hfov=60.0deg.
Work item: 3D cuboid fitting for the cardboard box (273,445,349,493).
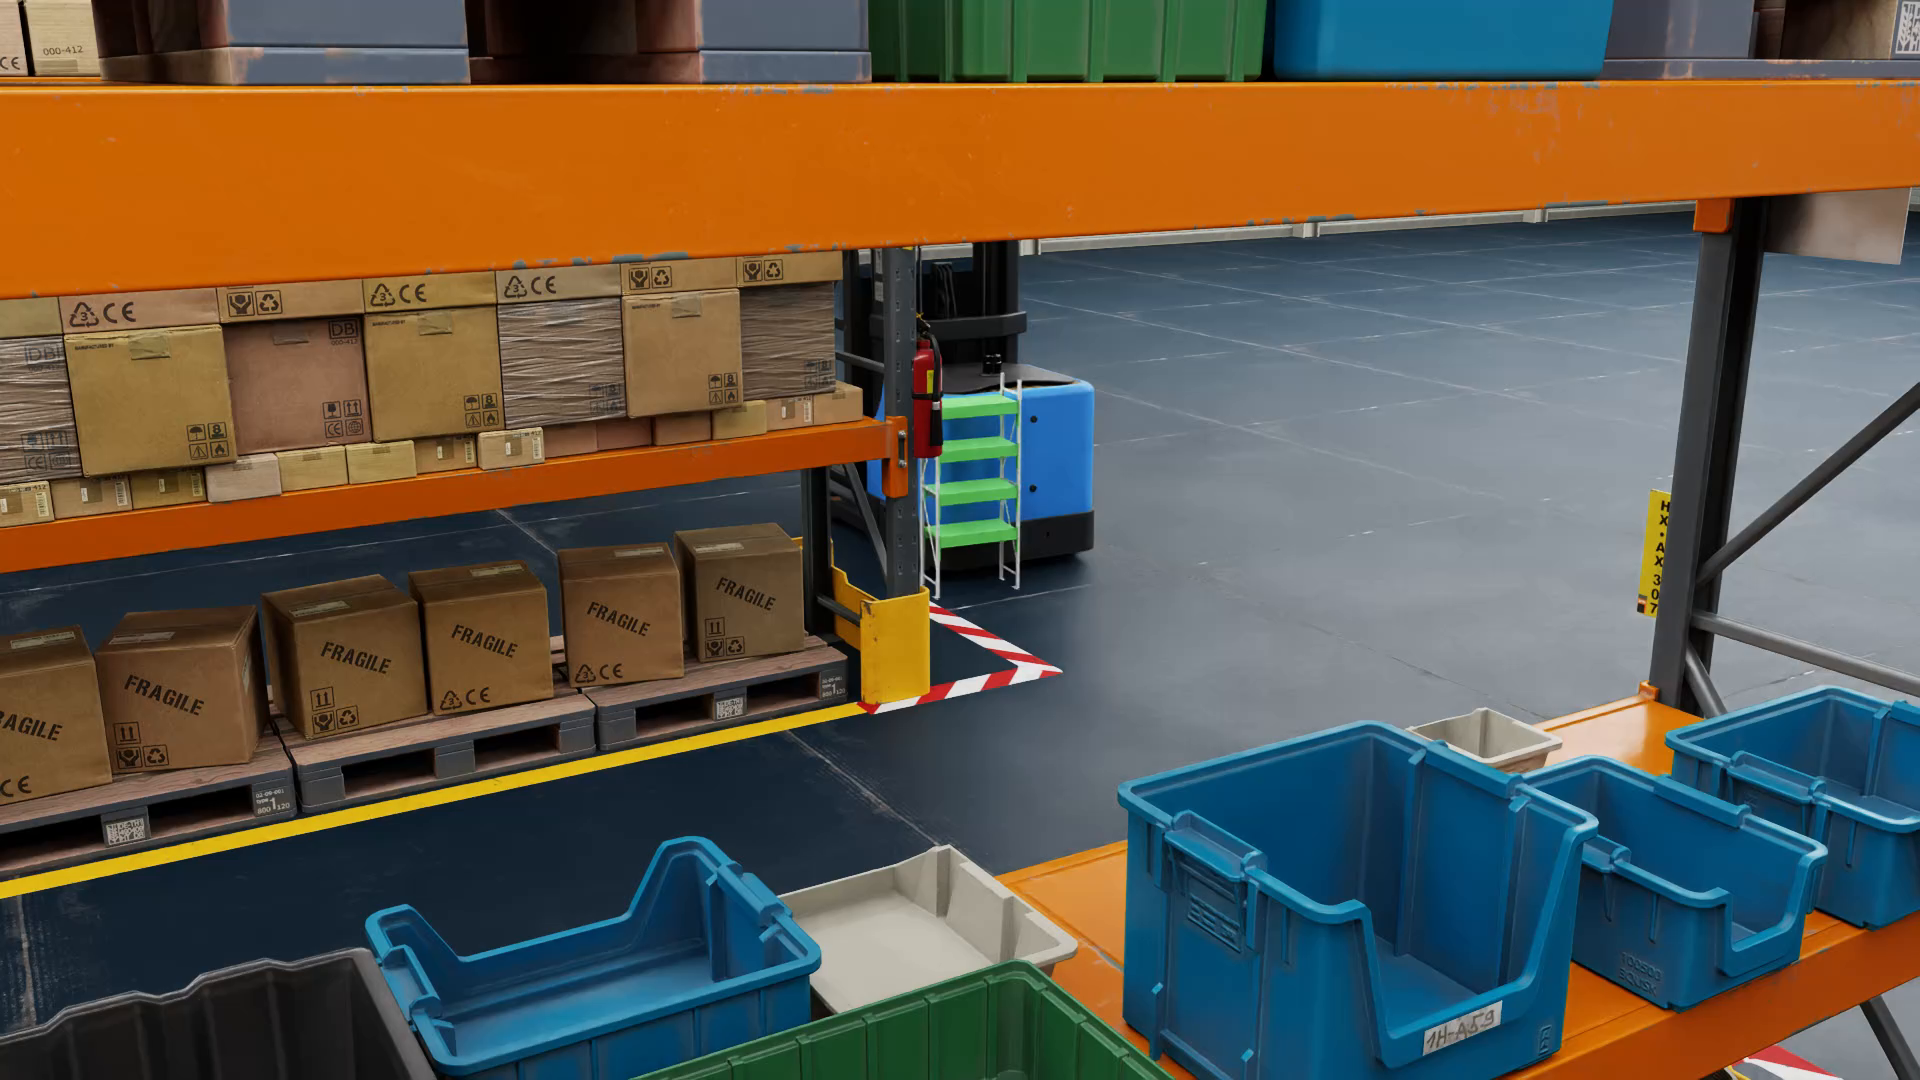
[{"bbox_3d":[-2.532,-0.308,6.416,0.250,0.149,0.380,-9,18,-30],"label":"cardboard box"}]

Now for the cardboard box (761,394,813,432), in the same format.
[{"bbox_3d":[-0.854,-0.602,7.466,0.250,0.149,0.380,-9,18,-30],"label":"cardboard box"}]

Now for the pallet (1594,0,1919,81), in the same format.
[{"bbox_3d":[1.290,-0.960,3.070,1.213,0.211,1.003,-9,18,-30],"label":"pallet"}]

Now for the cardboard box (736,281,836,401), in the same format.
[{"bbox_3d":[-0.987,-0.966,7.563,0.500,0.500,0.875,-9,18,-30],"label":"cardboard box"}]

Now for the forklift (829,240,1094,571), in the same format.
[{"bbox_3d":[-0.338,-1.582,10.623,1.130,2.935,3.031,-8,18,-27],"label":"forklift"}]

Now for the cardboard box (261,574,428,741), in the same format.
[{"bbox_3d":[-2.588,0.480,6.992,0.500,0.500,0.500,-11,19,-35],"label":"cardboard box"}]

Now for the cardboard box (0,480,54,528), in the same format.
[{"bbox_3d":[-3.370,-0.160,5.889,0.250,0.149,0.380,-9,18,-30],"label":"cardboard box"}]

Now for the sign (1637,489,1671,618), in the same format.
[{"bbox_3d":[1.770,0.040,4.198,0.005,0.325,0.100,-9,18,-30],"label":"sign"}]

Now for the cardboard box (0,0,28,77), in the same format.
[{"bbox_3d":[-3.412,-1.664,5.510,0.500,0.250,0.500,-10,19,-32],"label":"cardboard box"}]

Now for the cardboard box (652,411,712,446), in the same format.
[{"bbox_3d":[-1.264,-0.524,7.188,0.250,0.149,0.380,-9,18,-30],"label":"cardboard box"}]

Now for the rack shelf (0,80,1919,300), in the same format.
[{"bbox_3d":[0.335,-0.519,2.479,4.000,0.370,1.077,-9,18,-30],"label":"rack shelf"}]

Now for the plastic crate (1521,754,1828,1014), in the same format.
[{"bbox_3d":[1.215,0.600,2.986,0.408,0.251,0.499,-9,18,-30],"label":"plastic crate"}]

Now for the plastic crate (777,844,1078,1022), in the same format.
[{"bbox_3d":[-0.118,0.700,2.845,0.437,0.136,0.530,-9,18,-30],"label":"plastic crate"}]

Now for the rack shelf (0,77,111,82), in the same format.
[{"bbox_3d":[-2.216,-1.665,6.567,4.000,0.370,1.077,-9,18,-30],"label":"rack shelf"}]

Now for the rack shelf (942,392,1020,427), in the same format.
[{"bbox_3d":[0.058,-0.701,9.145,0.480,0.148,0.258,-7,17,-23],"label":"rack shelf"}]

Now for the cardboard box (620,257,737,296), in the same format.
[{"bbox_3d":[-1.271,-1.313,6.949,0.500,0.500,0.500,-9,18,-30],"label":"cardboard box"}]

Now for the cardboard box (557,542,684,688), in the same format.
[{"bbox_3d":[-1.540,0.330,7.527,0.500,0.500,0.500,-4,16,-15],"label":"cardboard box"}]

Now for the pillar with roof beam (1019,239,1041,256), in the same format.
[{"bbox_3d":[3.278,-7.958,22.128,0.400,9.000,9.100,-9,18,-30],"label":"pillar with roof beam"}]

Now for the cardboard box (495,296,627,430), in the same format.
[{"bbox_3d":[-1.804,-0.810,7.004,0.500,0.500,0.875,-9,18,-30],"label":"cardboard box"}]

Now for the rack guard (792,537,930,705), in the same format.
[{"bbox_3d":[-0.566,0.369,8.167,0.348,0.500,1.175,-9,18,-30],"label":"rack guard"}]

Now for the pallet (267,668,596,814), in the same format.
[{"bbox_3d":[-2.326,0.781,7.231,1.213,0.211,1.003,-9,18,-30],"label":"pallet"}]

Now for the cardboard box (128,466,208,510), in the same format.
[{"bbox_3d":[-2.960,-0.238,6.167,0.250,0.149,0.380,-9,18,-30],"label":"cardboard box"}]

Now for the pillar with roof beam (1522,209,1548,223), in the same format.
[{"bbox_3d":[13.564,-9.626,28.078,0.400,9.000,9.100,-9,18,-30],"label":"pillar with roof beam"}]

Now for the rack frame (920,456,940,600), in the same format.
[{"bbox_3d":[-0.166,-0.274,9.164,0.015,1.200,0.240,-7,17,-23],"label":"rack frame"}]

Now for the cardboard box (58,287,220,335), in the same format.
[{"bbox_3d":[-2.985,-1.035,5.957,0.500,0.500,0.500,-9,18,-30],"label":"cardboard box"}]

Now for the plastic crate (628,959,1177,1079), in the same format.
[{"bbox_3d":[-0.070,0.836,2.264,0.662,0.188,0.450,-9,18,-30],"label":"plastic crate"}]

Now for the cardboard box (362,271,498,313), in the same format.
[{"bbox_3d":[-2.134,-1.177,6.462,0.500,0.500,0.500,-9,18,-30],"label":"cardboard box"}]

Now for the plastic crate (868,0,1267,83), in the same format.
[{"bbox_3d":[0.114,-0.642,1.977,0.450,0.188,0.336,-9,18,-30],"label":"plastic crate"}]

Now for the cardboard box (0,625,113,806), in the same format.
[{"bbox_3d":[-3.566,0.666,6.329,0.500,0.500,0.500,-10,18,-31],"label":"cardboard box"}]

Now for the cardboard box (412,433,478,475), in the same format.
[{"bbox_3d":[-2.121,-0.385,6.692,0.250,0.149,0.380,-9,18,-30],"label":"cardboard box"}]

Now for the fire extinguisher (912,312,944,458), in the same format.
[{"bbox_3d":[-0.166,-0.717,7.554,0.183,0.674,0.296,-9,18,-30],"label":"fire extinguisher"}]

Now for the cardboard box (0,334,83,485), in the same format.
[{"bbox_3d":[-3.512,-0.529,6.002,0.500,0.500,0.875,-9,18,-30],"label":"cardboard box"}]

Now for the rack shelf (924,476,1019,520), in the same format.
[{"bbox_3d":[0.058,-0.239,9.274,0.480,0.148,0.258,-7,17,-23],"label":"rack shelf"}]

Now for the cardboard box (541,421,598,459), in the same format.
[{"bbox_3d":[-1.702,-0.459,6.956,0.250,0.149,0.380,-9,18,-30],"label":"cardboard box"}]

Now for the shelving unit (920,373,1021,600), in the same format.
[{"bbox_3d":[0.058,-0.300,9.257,0.503,1.200,0.258,-7,17,-23],"label":"shelving unit"}]

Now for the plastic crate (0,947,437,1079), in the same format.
[{"bbox_3d":[-0.865,0.844,1.958,0.504,0.338,0.767,-9,18,-30],"label":"plastic crate"}]

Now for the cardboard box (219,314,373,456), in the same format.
[{"bbox_3d":[-2.689,-0.683,6.552,0.500,0.500,0.875,-9,18,-30],"label":"cardboard box"}]

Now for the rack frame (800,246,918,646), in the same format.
[{"bbox_3d":[-0.501,-0.845,7.867,0.127,3.000,1.000,-9,18,-30],"label":"rack frame"}]
